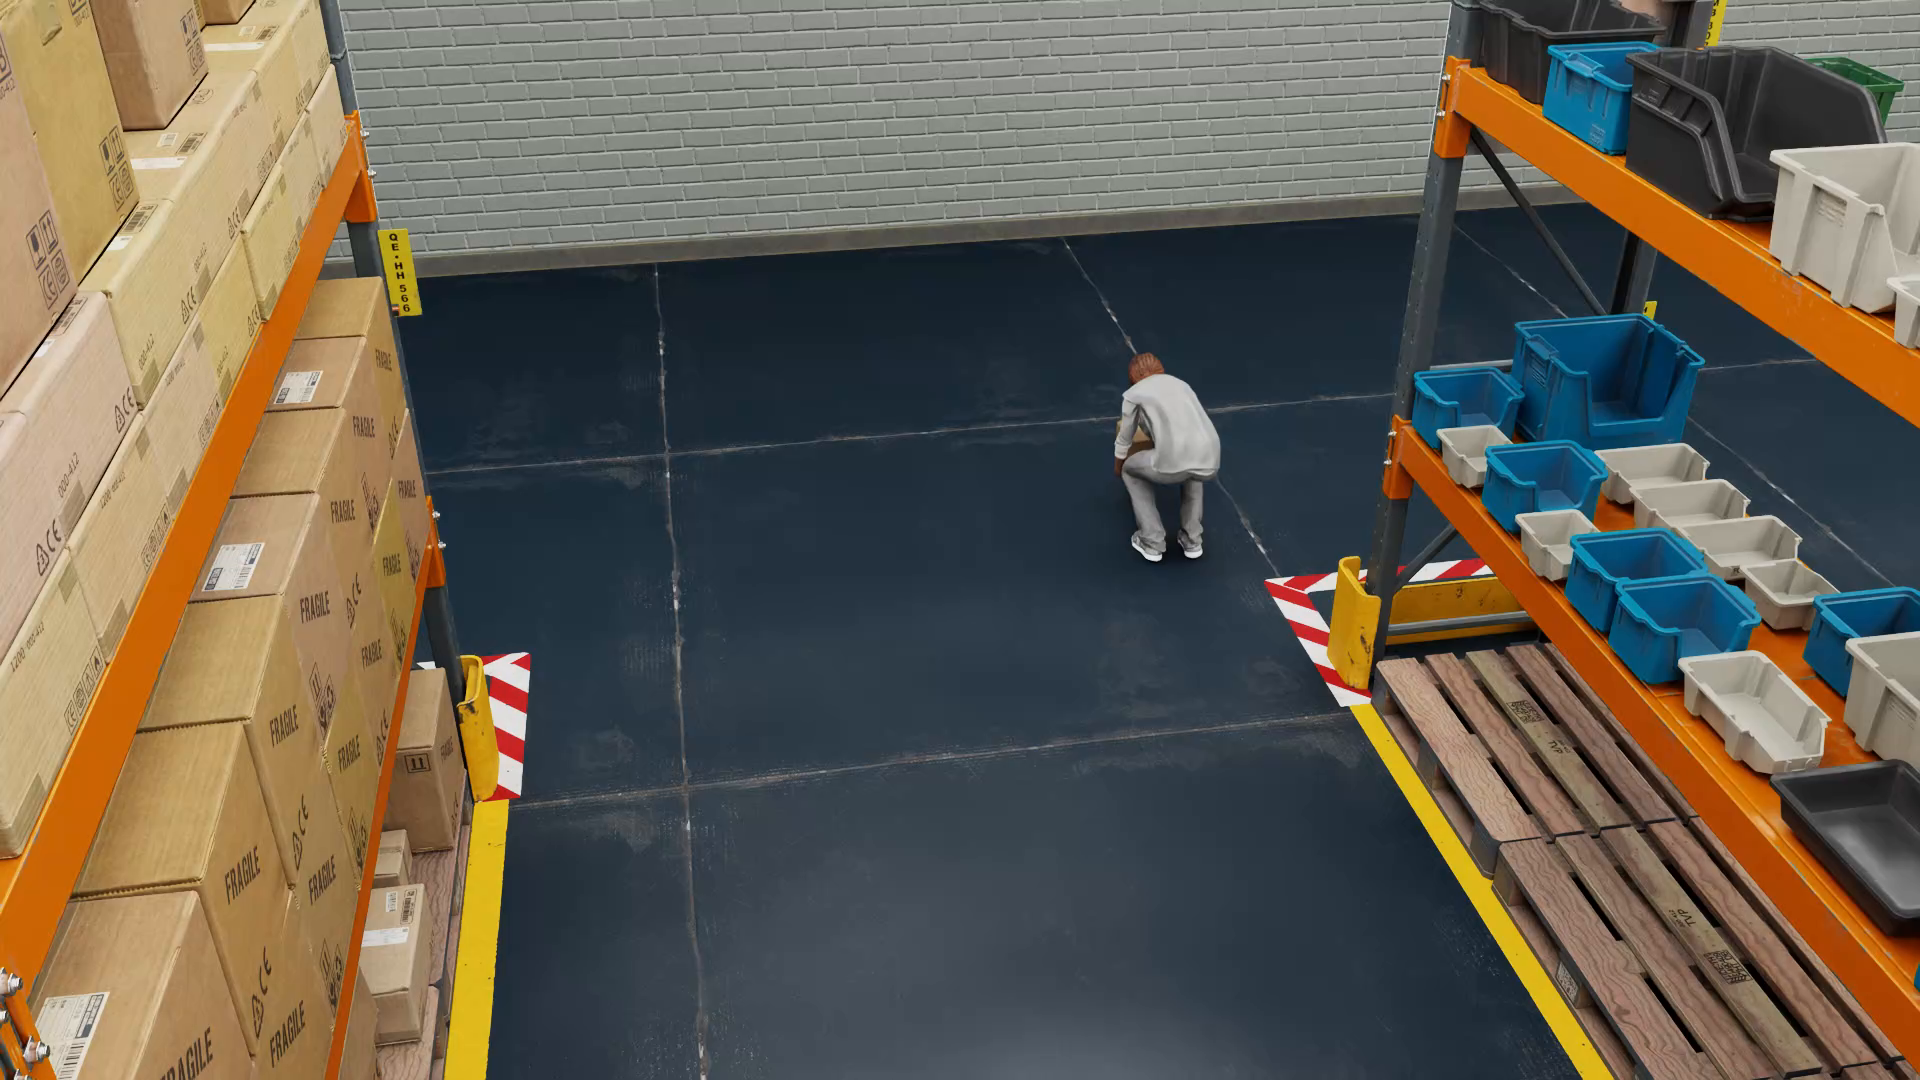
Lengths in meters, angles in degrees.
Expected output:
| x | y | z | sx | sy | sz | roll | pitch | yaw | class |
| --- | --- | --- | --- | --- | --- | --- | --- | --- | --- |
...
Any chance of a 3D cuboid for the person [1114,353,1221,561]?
| x | y | z | sx | sy | sz | roll | pitch | yaw | class |
| --- | --- | --- | --- | --- | --- | --- | --- | --- | --- |
| 1.042 | -0.403 | 8.486 | 0.432 | 0.901 | 0.854 | -7 | 32 | -11 | person |
